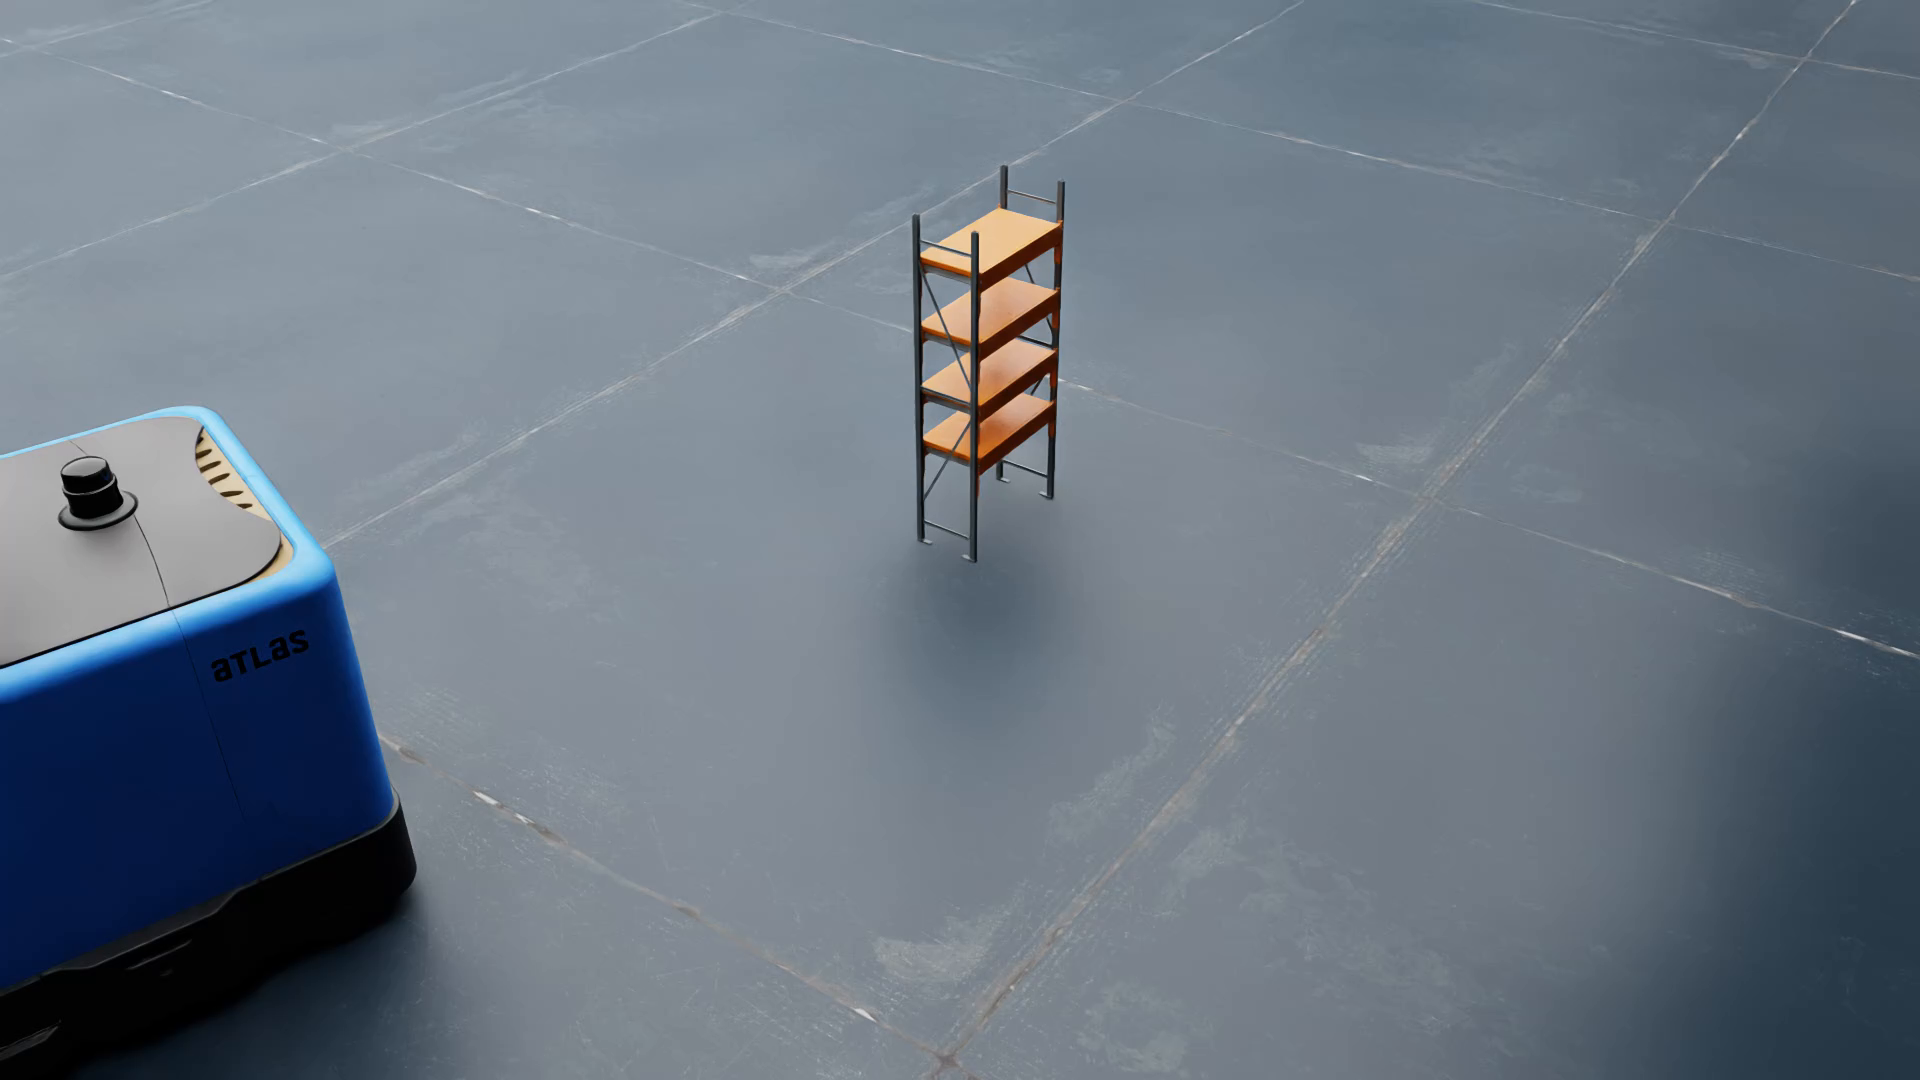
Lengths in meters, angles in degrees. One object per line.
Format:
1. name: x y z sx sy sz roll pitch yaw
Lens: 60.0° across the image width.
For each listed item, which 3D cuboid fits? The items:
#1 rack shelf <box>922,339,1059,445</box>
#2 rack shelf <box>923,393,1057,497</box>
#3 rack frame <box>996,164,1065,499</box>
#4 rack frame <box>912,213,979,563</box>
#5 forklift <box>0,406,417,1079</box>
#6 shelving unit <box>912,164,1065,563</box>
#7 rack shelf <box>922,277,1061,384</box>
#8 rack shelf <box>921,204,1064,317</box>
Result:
1. rack shelf: 0.094 -0.517 5.564 0.258 0.148 0.480 21 39 28
2. rack shelf: 0.094 -0.353 5.675 0.258 0.148 0.480 21 39 28
3. rack frame: 0.233 -0.686 5.693 0.240 1.200 0.015 21 39 28
4. rack frame: -0.045 -0.461 5.360 0.240 1.200 0.015 21 39 28
5. forklift: -2.899 0.010 3.119 3.031 2.935 1.130 -23 40 -30
6. shelving unit: 0.094 -0.573 5.527 0.258 1.200 0.503 21 39 28
7. rack shelf: 0.094 -0.703 5.439 0.258 0.148 0.480 21 39 28
8. rack shelf: 0.094 -0.899 5.306 0.258 0.148 0.480 21 39 28
